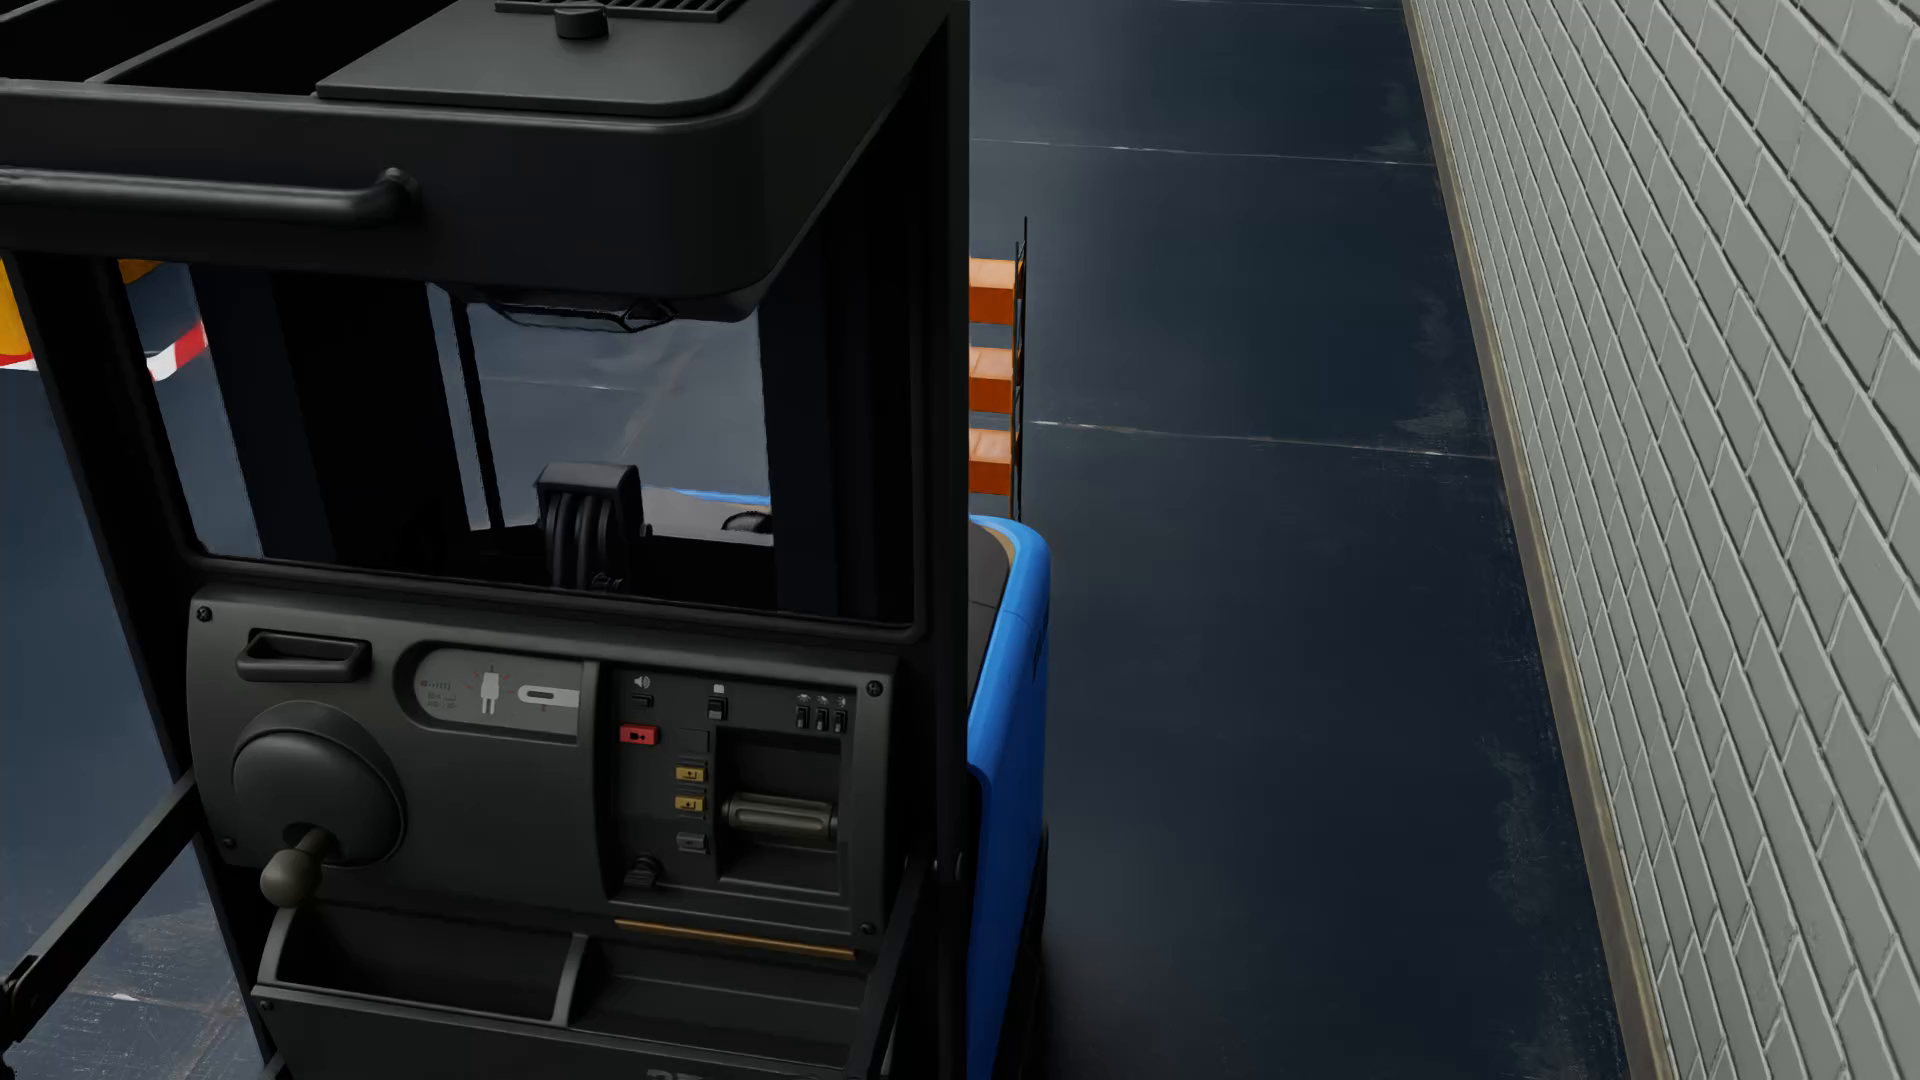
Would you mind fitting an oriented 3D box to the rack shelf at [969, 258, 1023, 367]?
[{"bbox_3d":[0.053,-0.672,4.819,0.240,0.259,0.215,5,32,8],"label":"rack shelf"}]

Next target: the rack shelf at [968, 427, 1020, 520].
[{"bbox_3d":[0.053,-0.196,5.117,0.240,0.259,0.215,5,32,8],"label":"rack shelf"}]

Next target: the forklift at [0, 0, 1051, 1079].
[{"bbox_3d":[-0.577,0.350,1.928,1.130,2.935,3.031,6,32,9],"label":"forklift"}]

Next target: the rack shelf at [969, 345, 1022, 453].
[{"bbox_3d":[0.053,-0.431,4.969,0.240,0.259,0.215,5,32,8],"label":"rack shelf"}]

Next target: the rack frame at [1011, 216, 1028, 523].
[{"bbox_3d":[0.173,-0.429,4.946,0.008,1.050,0.200,5,32,8],"label":"rack frame"}]

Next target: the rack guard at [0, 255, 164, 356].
[{"bbox_3d":[-3.642,-1.235,6.752,0.348,0.500,1.175,5,32,8],"label":"rack guard"}]

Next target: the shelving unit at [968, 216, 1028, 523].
[{"bbox_3d":[0.053,-0.440,4.964,0.252,1.050,0.215,5,32,8],"label":"shelving unit"}]
